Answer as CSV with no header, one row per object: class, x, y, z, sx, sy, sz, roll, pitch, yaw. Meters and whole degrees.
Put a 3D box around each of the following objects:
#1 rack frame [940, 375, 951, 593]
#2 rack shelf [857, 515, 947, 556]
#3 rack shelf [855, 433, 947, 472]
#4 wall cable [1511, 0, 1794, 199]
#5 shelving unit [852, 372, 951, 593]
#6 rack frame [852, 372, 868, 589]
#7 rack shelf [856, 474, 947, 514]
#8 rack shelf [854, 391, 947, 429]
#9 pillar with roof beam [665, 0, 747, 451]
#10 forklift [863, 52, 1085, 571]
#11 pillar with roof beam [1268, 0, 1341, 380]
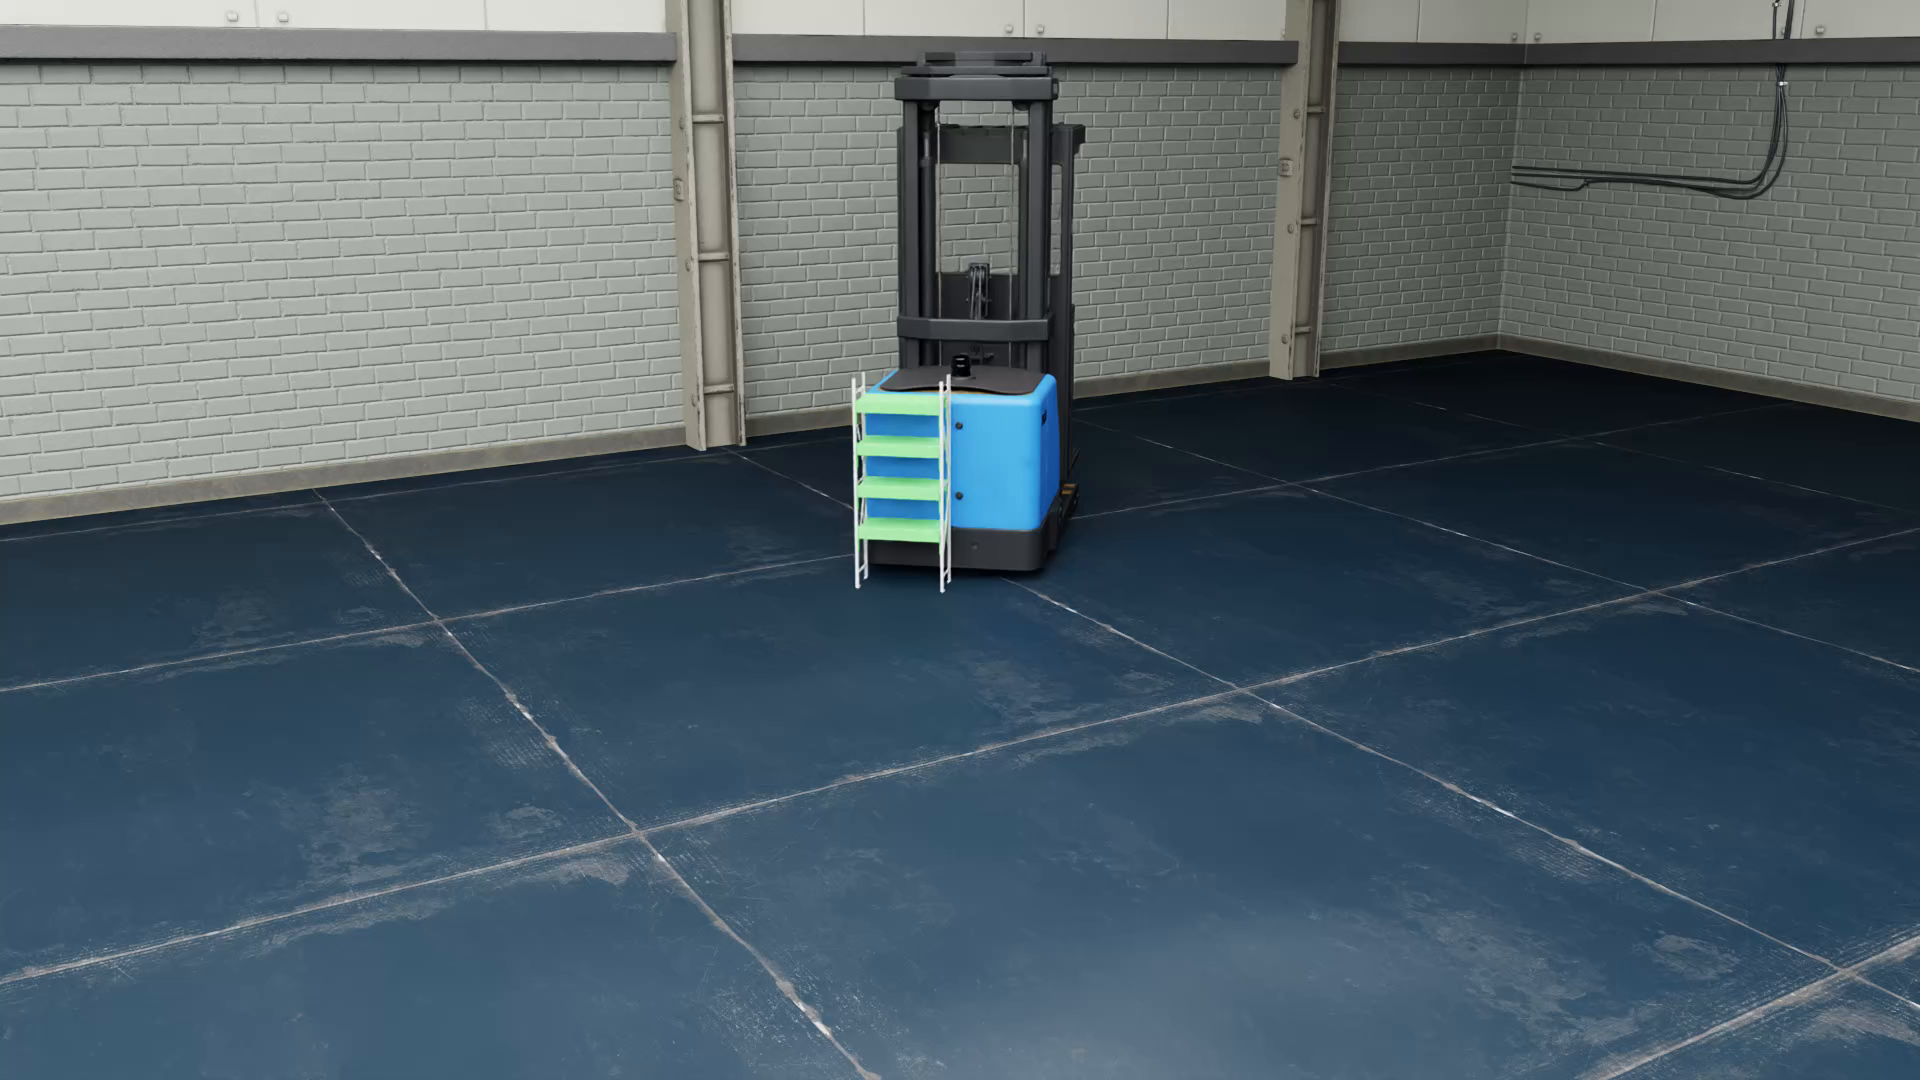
rack frame,-0.082,-0.310,9.292,0.015,1.200,0.240,3,16,10
rack shelf,-0.322,-0.029,9.415,0.480,0.148,0.258,3,16,10
rack shelf,-0.322,-0.491,9.285,0.480,0.148,0.258,3,16,10
wall cable,6.426,-4.528,15.644,0.112,2.526,3.097,-9,18,-30
shelving unit,-0.322,-0.321,9.333,0.503,1.200,0.258,3,16,10
rack frame,-0.563,-0.333,9.373,0.015,1.200,0.240,3,16,10
rack shelf,-0.322,-0.260,9.350,0.480,0.148,0.258,3,16,10
rack shelf,-0.322,-0.722,9.220,0.480,0.148,0.258,3,16,10
pillar with roof beam,0.294,-4.090,8.327,0.400,9.000,9.100,-9,18,-30
forklift,0.197,-1.586,10.637,1.130,2.935,3.031,3,16,10
pillar with roof beam,5.437,-4.924,11.303,0.400,9.000,9.100,-9,18,-30
